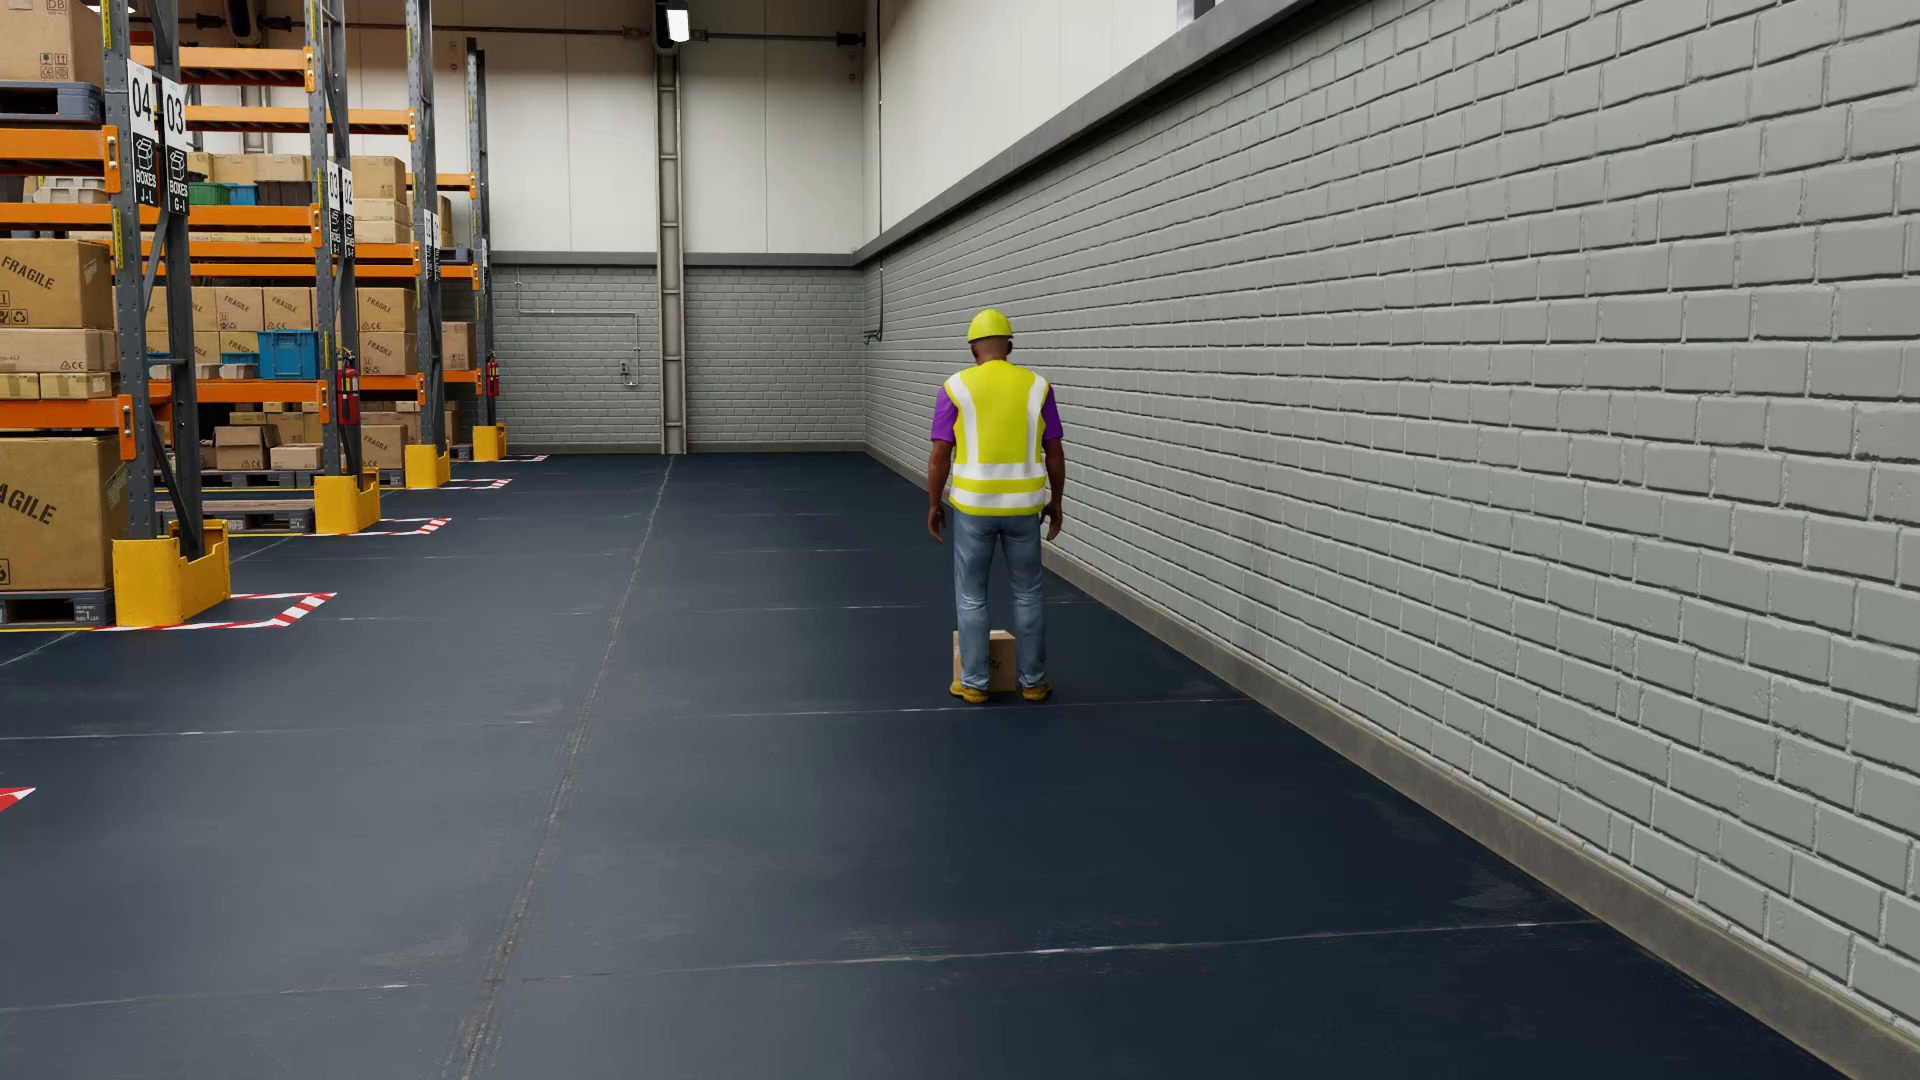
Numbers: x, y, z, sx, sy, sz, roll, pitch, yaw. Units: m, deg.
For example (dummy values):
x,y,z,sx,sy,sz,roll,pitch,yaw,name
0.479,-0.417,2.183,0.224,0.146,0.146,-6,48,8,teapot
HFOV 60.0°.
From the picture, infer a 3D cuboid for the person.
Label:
x,y,z,sx,sy,sz,roll,pitch,yaw,name
0.164,-0.156,7.511,0.627,1.761,0.456,-1,7,-8,person
